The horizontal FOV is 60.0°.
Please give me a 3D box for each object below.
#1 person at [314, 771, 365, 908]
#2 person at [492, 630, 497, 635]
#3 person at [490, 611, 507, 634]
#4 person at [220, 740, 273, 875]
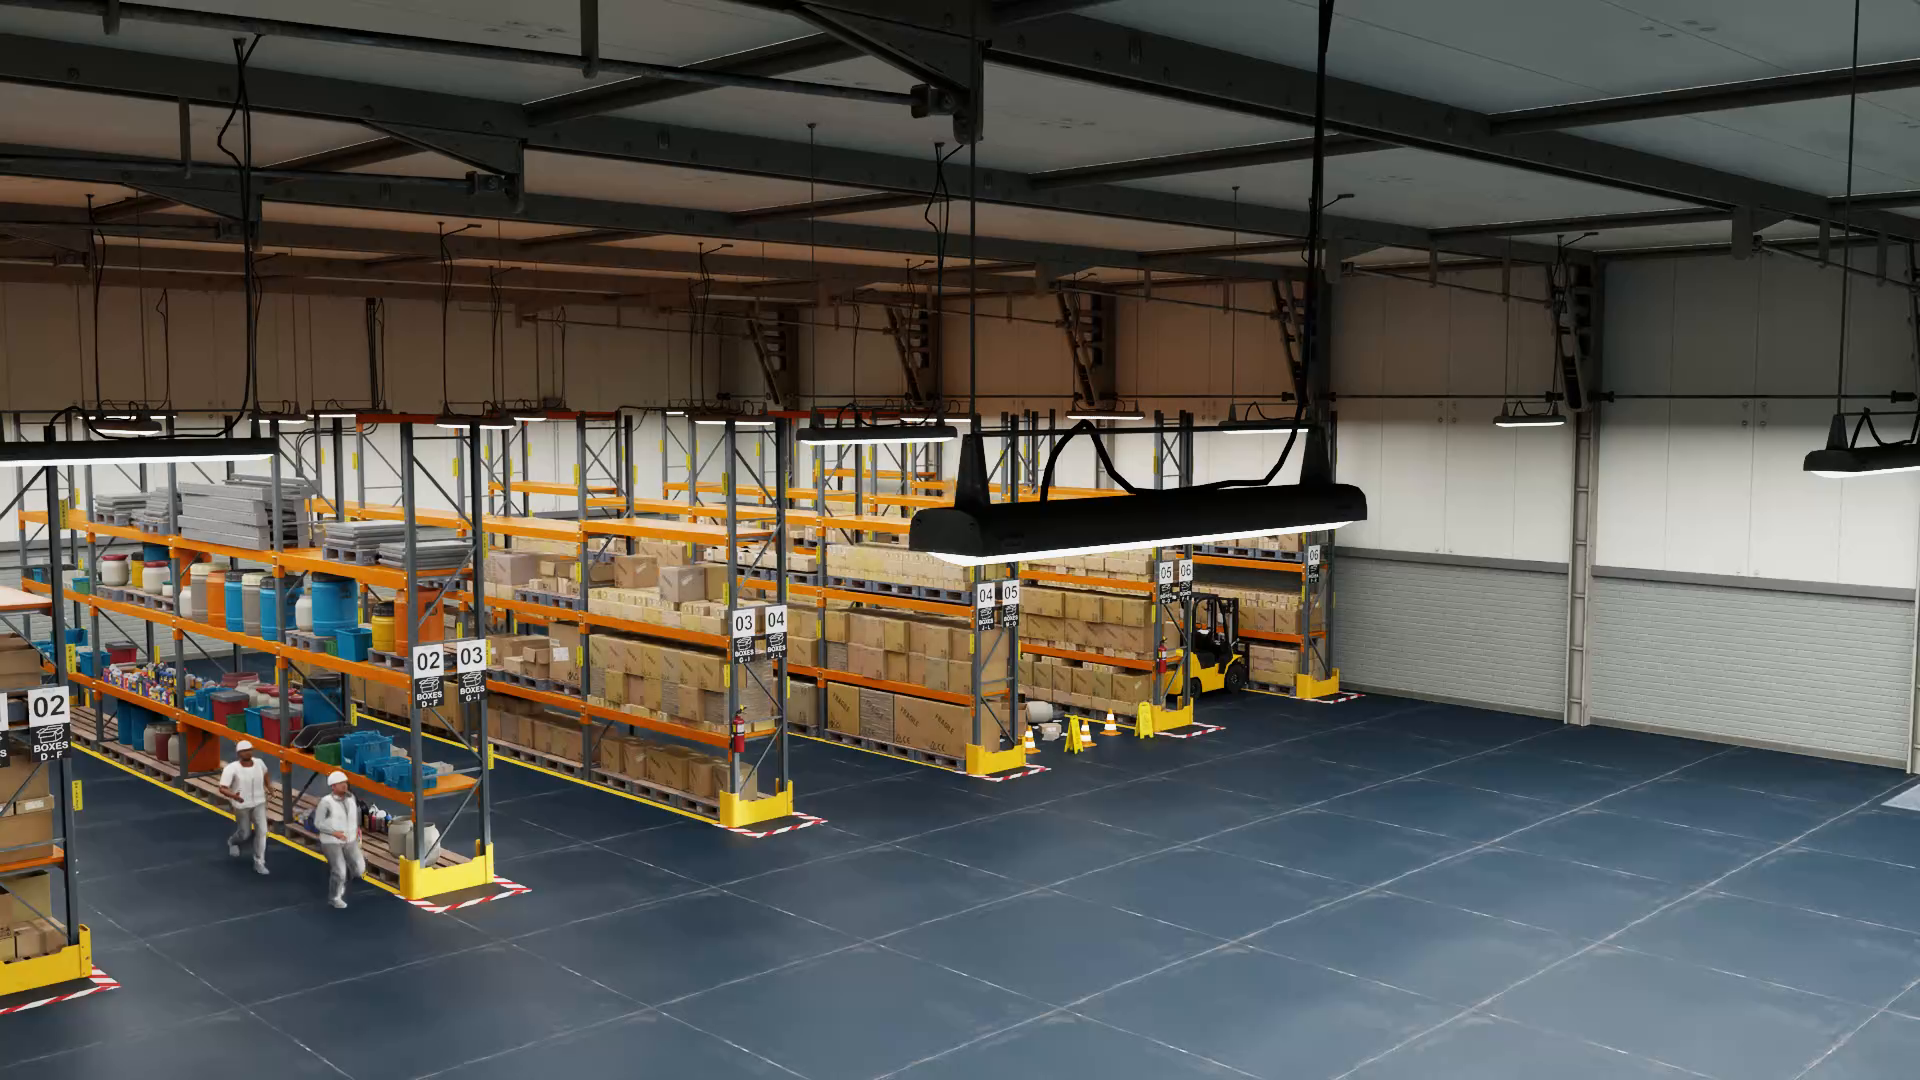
[{"bbox_3d":[-7.628,3.698,20.523,0.594,1.720,0.670,3,6,33],"label":"person"},{"bbox_3d":[-9.693,2.465,34.222,0.667,1.755,0.641,3,6,33],"label":"person"},{"bbox_3d":[-11.309,1.961,40.747,0.928,1.612,0.616,0,5,-5],"label":"person"},{"bbox_3d":[-9.505,3.540,22.229,0.712,1.754,0.932,-5,7,-45],"label":"person"}]
